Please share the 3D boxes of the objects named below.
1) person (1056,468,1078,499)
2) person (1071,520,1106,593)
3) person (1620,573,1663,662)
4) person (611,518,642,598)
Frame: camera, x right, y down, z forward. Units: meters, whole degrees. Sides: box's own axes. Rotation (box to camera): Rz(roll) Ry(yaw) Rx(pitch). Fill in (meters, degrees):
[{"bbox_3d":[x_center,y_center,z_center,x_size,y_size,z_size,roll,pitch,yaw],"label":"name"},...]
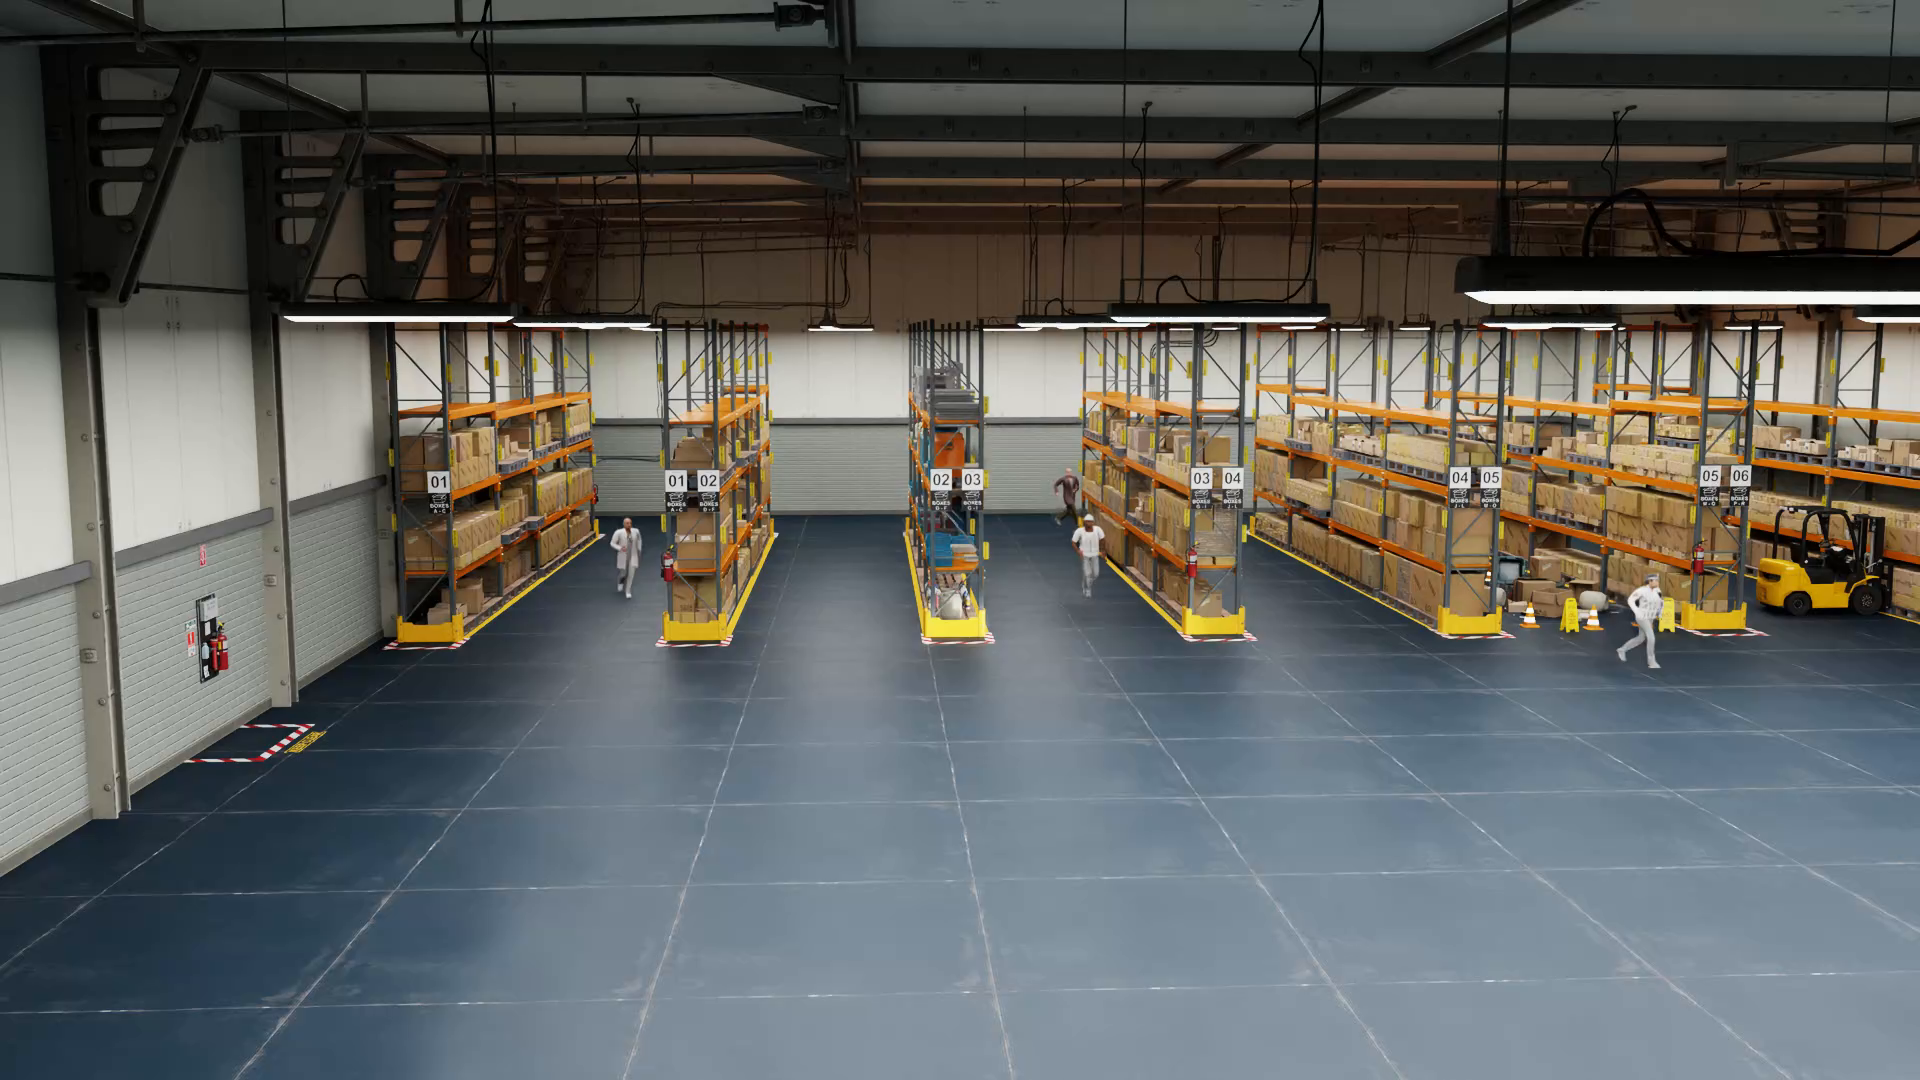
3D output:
[{"bbox_3d":[3.187,-1.631,49.265,0.579,0.815,0.742,7,10,44],"label":"person"},{"bbox_3d":[2.679,0.316,34.484,0.734,1.630,0.462,-2,7,-14],"label":"person"},{"bbox_3d":[11.806,1.310,28.773,0.591,1.563,0.718,-4,8,-31],"label":"person"},{"bbox_3d":[-7.279,0.426,36.354,0.711,1.641,0.858,-3,8,-23],"label":"person"}]
